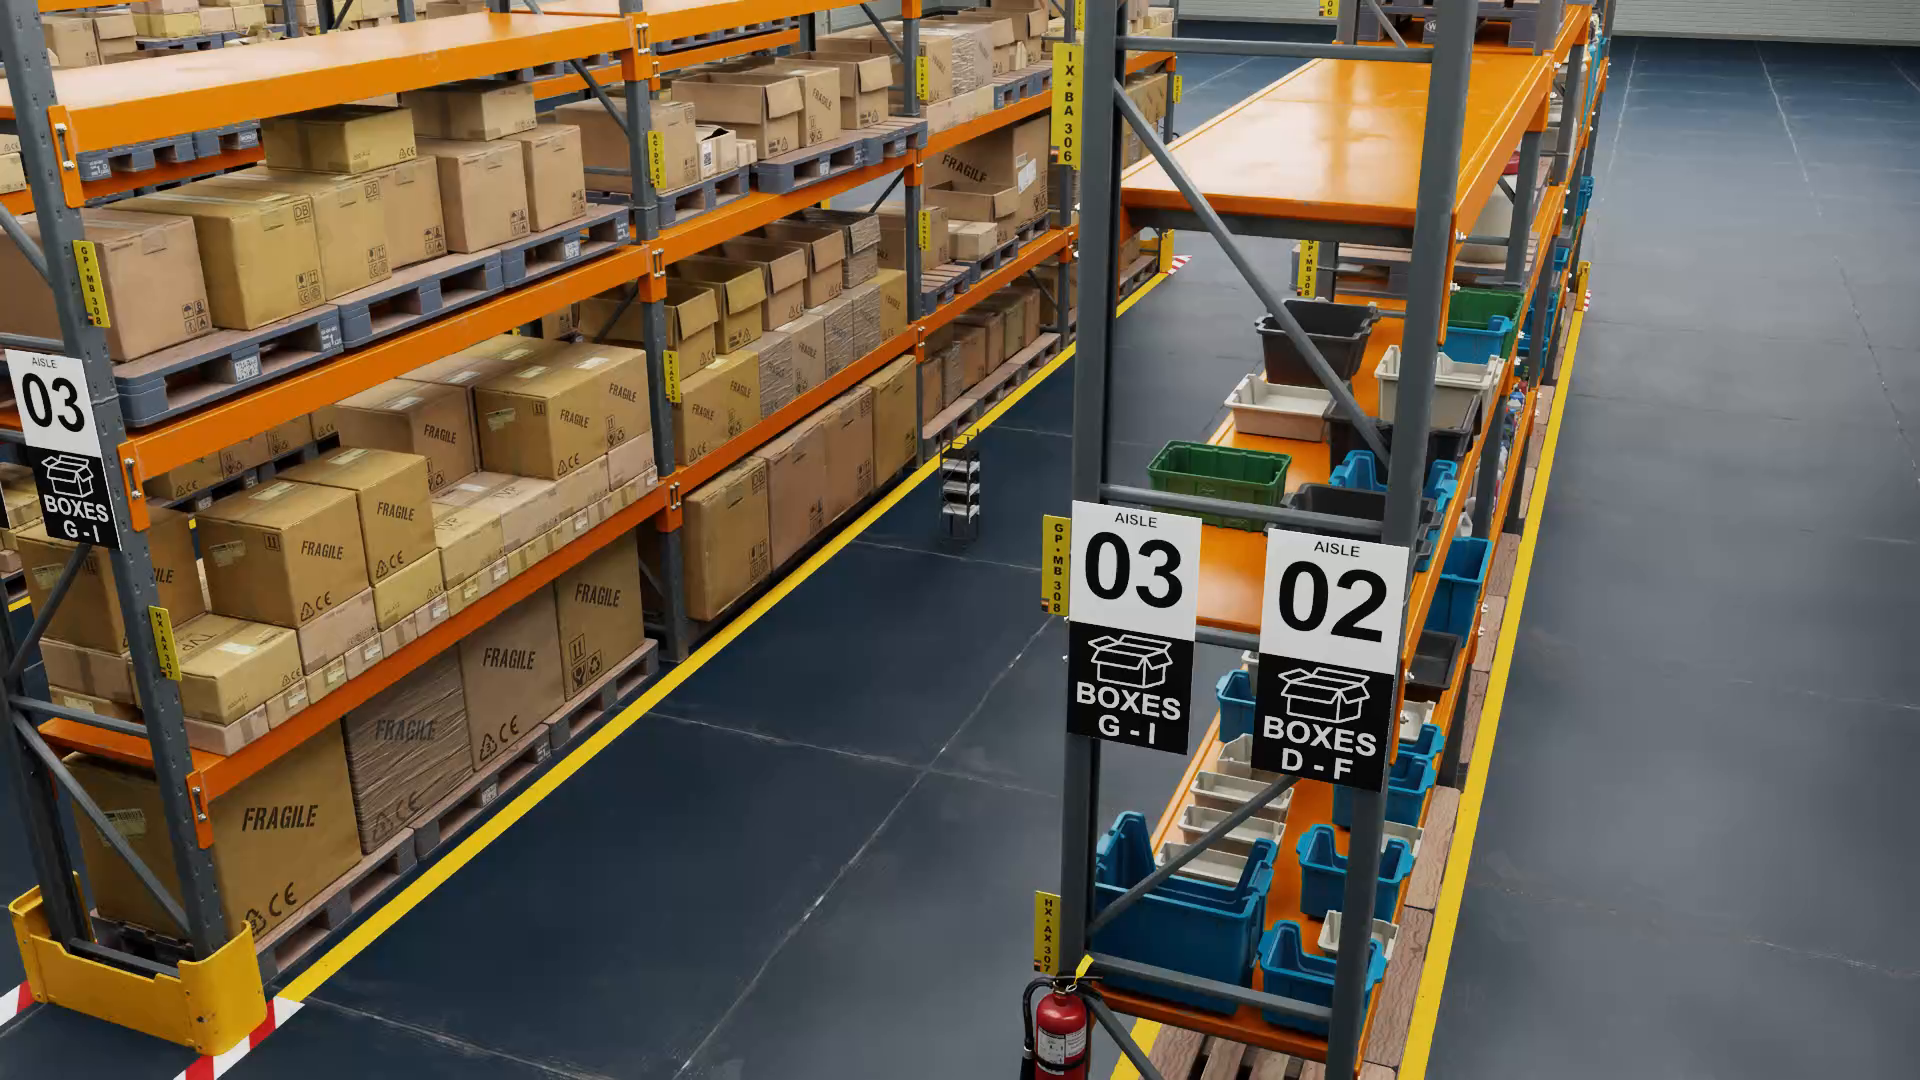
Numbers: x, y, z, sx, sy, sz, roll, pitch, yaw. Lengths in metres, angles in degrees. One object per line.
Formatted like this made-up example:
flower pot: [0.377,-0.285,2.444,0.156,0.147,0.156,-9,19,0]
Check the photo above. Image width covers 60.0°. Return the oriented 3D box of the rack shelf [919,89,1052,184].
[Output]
rack shelf: [-0.065,-3.850,15.339,1.077,0.370,4.000,9,24,20]

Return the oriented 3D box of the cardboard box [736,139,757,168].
cardboard box: [-1.602,-2.624,11.252,0.380,0.149,0.250,8,24,18]

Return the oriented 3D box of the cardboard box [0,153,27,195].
cardboard box: [-6.793,-2.498,11.363,0.500,0.250,0.500,9,24,21]

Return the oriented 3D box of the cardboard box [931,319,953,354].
cardboard box: [-0.400,-1.913,15.360,0.500,0.250,0.500,12,25,26]

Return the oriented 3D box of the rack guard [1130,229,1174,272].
rack guard: [2.135,-3.764,21.336,1.175,0.500,0.348,9,24,20]

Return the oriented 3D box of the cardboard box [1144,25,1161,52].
cardboard box: [2.037,-5.872,19.441,0.500,0.250,0.500,9,24,20]

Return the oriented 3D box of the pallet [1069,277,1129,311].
pallet: [1.346,-2.910,19.666,1.003,0.211,1.213,9,24,20]

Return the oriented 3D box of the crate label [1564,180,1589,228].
crate label: [6.329,-3.555,17.545,0.502,0.435,0.616,9,24,20]

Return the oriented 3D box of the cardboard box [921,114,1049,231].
cardboard box: [0.252,-3.720,16.663,1.000,1.000,1.000,9,24,20]

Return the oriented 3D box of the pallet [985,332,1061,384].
pallet: [0.390,-1.948,17.362,1.003,0.211,1.213,9,24,20]

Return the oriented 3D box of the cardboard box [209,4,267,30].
cardboard box: [-8.606,-6.211,19.709,0.500,0.250,0.500,8,24,19]

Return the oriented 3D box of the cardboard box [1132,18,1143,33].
cardboard box: [1.860,-5.835,18.836,0.380,0.149,0.250,8,24,17]

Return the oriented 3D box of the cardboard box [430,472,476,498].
cardboard box: [-3.088,-0.225,9.427,0.500,0.250,0.500,9,24,21]

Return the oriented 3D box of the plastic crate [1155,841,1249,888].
plastic crate: [0.954,1.266,6.314,0.396,0.136,0.243,9,24,20]

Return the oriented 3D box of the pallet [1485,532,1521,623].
pallet: [3.536,0.202,12.216,1.003,0.211,1.213,9,24,20]

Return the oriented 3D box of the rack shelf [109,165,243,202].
rack shelf: [-9.266,-3.885,19.314,1.077,0.370,4.000,9,24,20]

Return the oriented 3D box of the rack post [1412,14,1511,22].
rack post: [2.938,-3.222,9.659,0.937,0.300,0.954,12,25,26]

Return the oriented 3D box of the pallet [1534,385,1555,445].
pallet: [5.020,-1.231,15.646,1.003,0.211,1.213,9,24,20]

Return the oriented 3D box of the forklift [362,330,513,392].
forklift: [-3.616,-1.335,12.365,1.130,2.935,3.031,7,24,17]

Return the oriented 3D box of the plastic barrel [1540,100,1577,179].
plastic barrel: [4.190,-2.876,11.929,0.421,0.512,0.421,0,23,0]

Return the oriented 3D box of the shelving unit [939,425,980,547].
shelving unit: [-0.003,-0.412,12.792,0.258,0.900,0.210,9,24,20]

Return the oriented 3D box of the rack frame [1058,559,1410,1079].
rack frame: [0.819,1.490,5.514,1.000,3.000,0.127,9,24,20]

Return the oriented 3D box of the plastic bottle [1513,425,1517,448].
plastic bottle: [3.637,-0.710,11.039,0.097,0.201,0.097,0,23,0]

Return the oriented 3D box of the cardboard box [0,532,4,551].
cardboard box: [-7.040,0.018,11.805,0.380,0.149,0.250,9,24,21]

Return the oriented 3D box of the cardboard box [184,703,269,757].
cardboard box: [-3.342,0.817,7.451,0.380,0.149,0.250,9,24,21]

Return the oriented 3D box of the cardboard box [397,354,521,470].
cardboard box: [-2.899,-0.755,9.724,0.500,0.500,0.500,9,24,20]

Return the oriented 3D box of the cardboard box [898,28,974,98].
cardboard box: [-0.203,-4.055,14.119,0.500,0.500,0.500,9,24,20]

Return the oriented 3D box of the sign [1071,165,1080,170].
sign: [1.194,-3.970,17.082,0.100,0.325,0.005,9,24,20]

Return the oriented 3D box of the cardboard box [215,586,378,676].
cardboard box: [-3.164,0.393,7.950,0.500,0.250,0.500,8,24,19]

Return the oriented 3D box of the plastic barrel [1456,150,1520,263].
plastic barrel: [2.733,-1.735,8.621,0.433,0.535,0.433,0,23,0]

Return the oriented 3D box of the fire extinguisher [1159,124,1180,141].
fire extinguisher: [2.634,-4.884,20.874,0.296,0.674,0.183,9,24,20]

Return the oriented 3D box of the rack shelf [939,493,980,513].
rack shelf: [-0.003,-0.299,12.840,0.258,0.077,0.200,9,24,20]

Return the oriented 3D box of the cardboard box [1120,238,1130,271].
cardboard box: [1.726,-3.545,20.267,0.500,0.500,0.500,16,28,34]

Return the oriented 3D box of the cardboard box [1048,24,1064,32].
cardboard box: [0.970,-5.539,18.127,0.380,0.149,0.250,10,25,22]

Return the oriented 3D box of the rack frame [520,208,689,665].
rack frame: [-2.294,-0.651,10.639,1.000,3.000,0.127,9,24,20]

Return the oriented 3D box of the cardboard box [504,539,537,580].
cardboard box: [-2.580,0.081,9.212,0.380,0.149,0.250,8,24,19]

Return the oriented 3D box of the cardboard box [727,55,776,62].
cardboard box: [-2.578,-6.131,22.164,0.875,0.550,0.550,9,24,20]

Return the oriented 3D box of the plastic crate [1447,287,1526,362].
plastic crate: [2.428,-1.033,7.937,0.450,0.188,0.662,9,24,20]

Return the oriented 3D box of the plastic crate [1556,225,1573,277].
plastic crate: [5.380,-2.617,15.263,0.402,0.464,0.583,9,24,20]

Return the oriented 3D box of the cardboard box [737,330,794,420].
cardboard box: [-1.519,-1.185,11.787,0.500,0.500,0.500,8,24,19]

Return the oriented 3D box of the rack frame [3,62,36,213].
rack frame: [-10.009,-3.501,17.462,1.000,3.000,0.127,9,24,20]

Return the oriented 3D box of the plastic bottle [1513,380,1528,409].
plastic bottle: [3.976,-1.037,11.821,0.097,0.201,0.097,0,23,0]

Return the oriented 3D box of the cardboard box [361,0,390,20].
cardboard box: [-7.725,-6.866,21.435,0.500,0.250,0.500,9,24,21]

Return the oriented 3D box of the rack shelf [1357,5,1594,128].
rack shelf: [3.047,-2.909,9.714,1.077,0.370,4.000,9,24,20]

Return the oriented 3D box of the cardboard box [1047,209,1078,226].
cardboard box: [1.037,-3.432,17.622,0.380,0.149,0.250,9,24,20]

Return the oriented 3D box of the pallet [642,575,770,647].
pallet: [-2.077,0.349,11.863,1.003,0.211,1.213,9,24,20]

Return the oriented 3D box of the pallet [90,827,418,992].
pallet: [-3.556,1.770,8.461,1.003,0.211,1.213,9,24,20]

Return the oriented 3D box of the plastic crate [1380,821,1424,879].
plastic crate: [1.664,1.197,6.480,0.250,0.136,0.298,9,24,20]

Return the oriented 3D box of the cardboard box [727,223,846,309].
cardboard box: [-1.340,-2.099,12.675,0.797,0.503,0.637,9,24,21]

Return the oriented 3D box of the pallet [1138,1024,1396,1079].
pallet: [1.161,2.487,6.745,1.003,0.211,1.213,9,24,20]

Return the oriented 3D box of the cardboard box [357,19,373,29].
cardboard box: [-7.802,-6.645,21.424,0.380,0.149,0.250,8,24,18]

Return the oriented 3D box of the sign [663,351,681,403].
sign: [-1.778,-1.008,10.268,0.100,0.325,0.005,9,24,20]

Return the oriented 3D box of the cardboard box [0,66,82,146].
cardboard box: [-6.619,-3.141,12.034,0.700,0.500,0.500,9,24,20]

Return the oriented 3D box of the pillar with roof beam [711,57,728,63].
pillar with roof beam: [-2.060,-15.546,38.516,9.100,9.000,0.400,9,24,20]

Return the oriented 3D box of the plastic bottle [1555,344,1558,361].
plastic bottle: [5.896,-1.922,16.644,0.152,0.276,0.135,10,25,22]

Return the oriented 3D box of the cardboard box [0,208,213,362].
cardboard box: [-3.637,-1.083,6.978,0.700,0.500,0.500,7,24,17]

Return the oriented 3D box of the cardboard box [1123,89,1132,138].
cardboard box: [1.627,-4.821,18.811,0.500,0.500,0.500,9,24,20]

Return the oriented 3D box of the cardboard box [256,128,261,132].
cardboard box: [-5.715,-3.659,13.819,0.500,0.500,0.500,9,24,20]

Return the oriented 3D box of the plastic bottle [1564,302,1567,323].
plastic bottle: [6.460,-2.421,17.830,0.061,0.283,0.133,9,24,21]

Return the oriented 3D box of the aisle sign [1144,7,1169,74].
aisle sign: [2.465,-6.124,20.368,0.394,0.787,0.004,9,24,20]
